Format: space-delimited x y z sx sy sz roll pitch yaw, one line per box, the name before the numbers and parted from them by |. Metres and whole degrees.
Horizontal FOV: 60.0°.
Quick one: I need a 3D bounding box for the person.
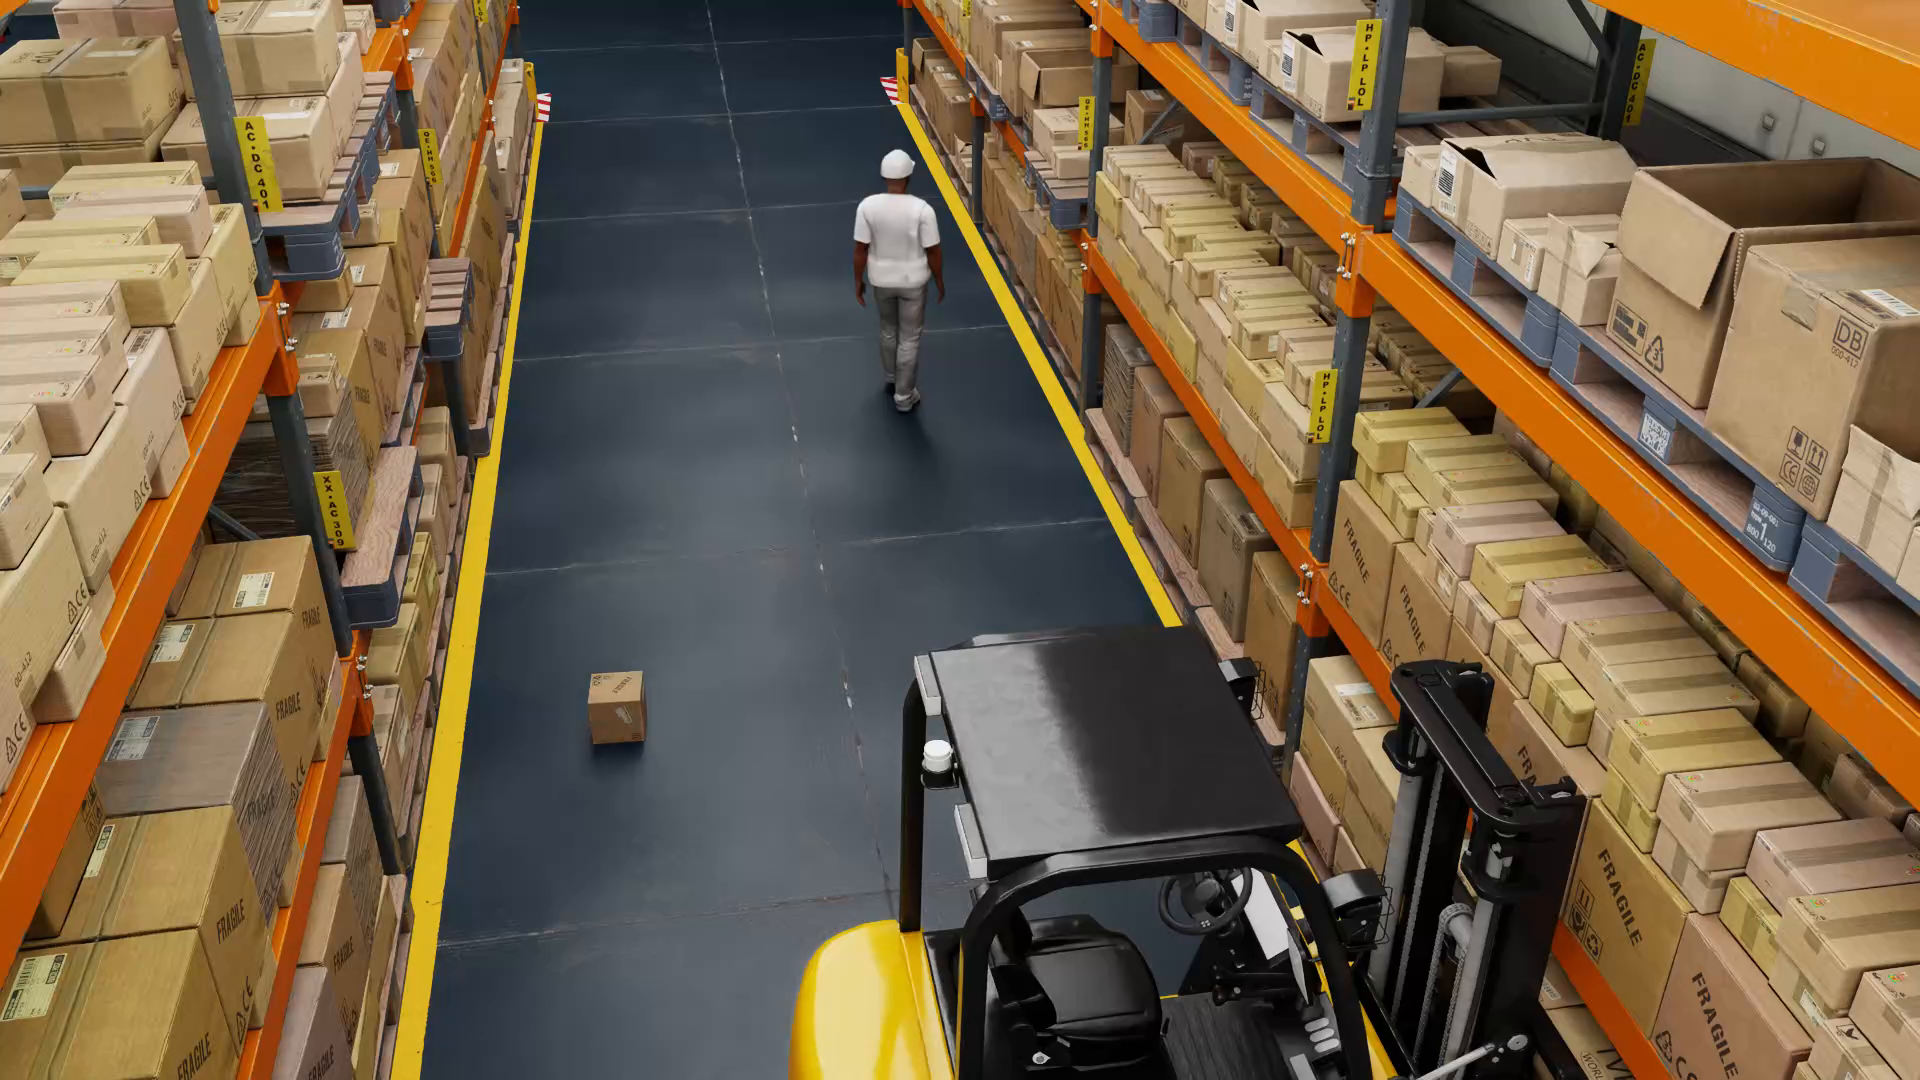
person | -0.364 -1.793 11.138 0.581 1.753 0.720 7 31 12
